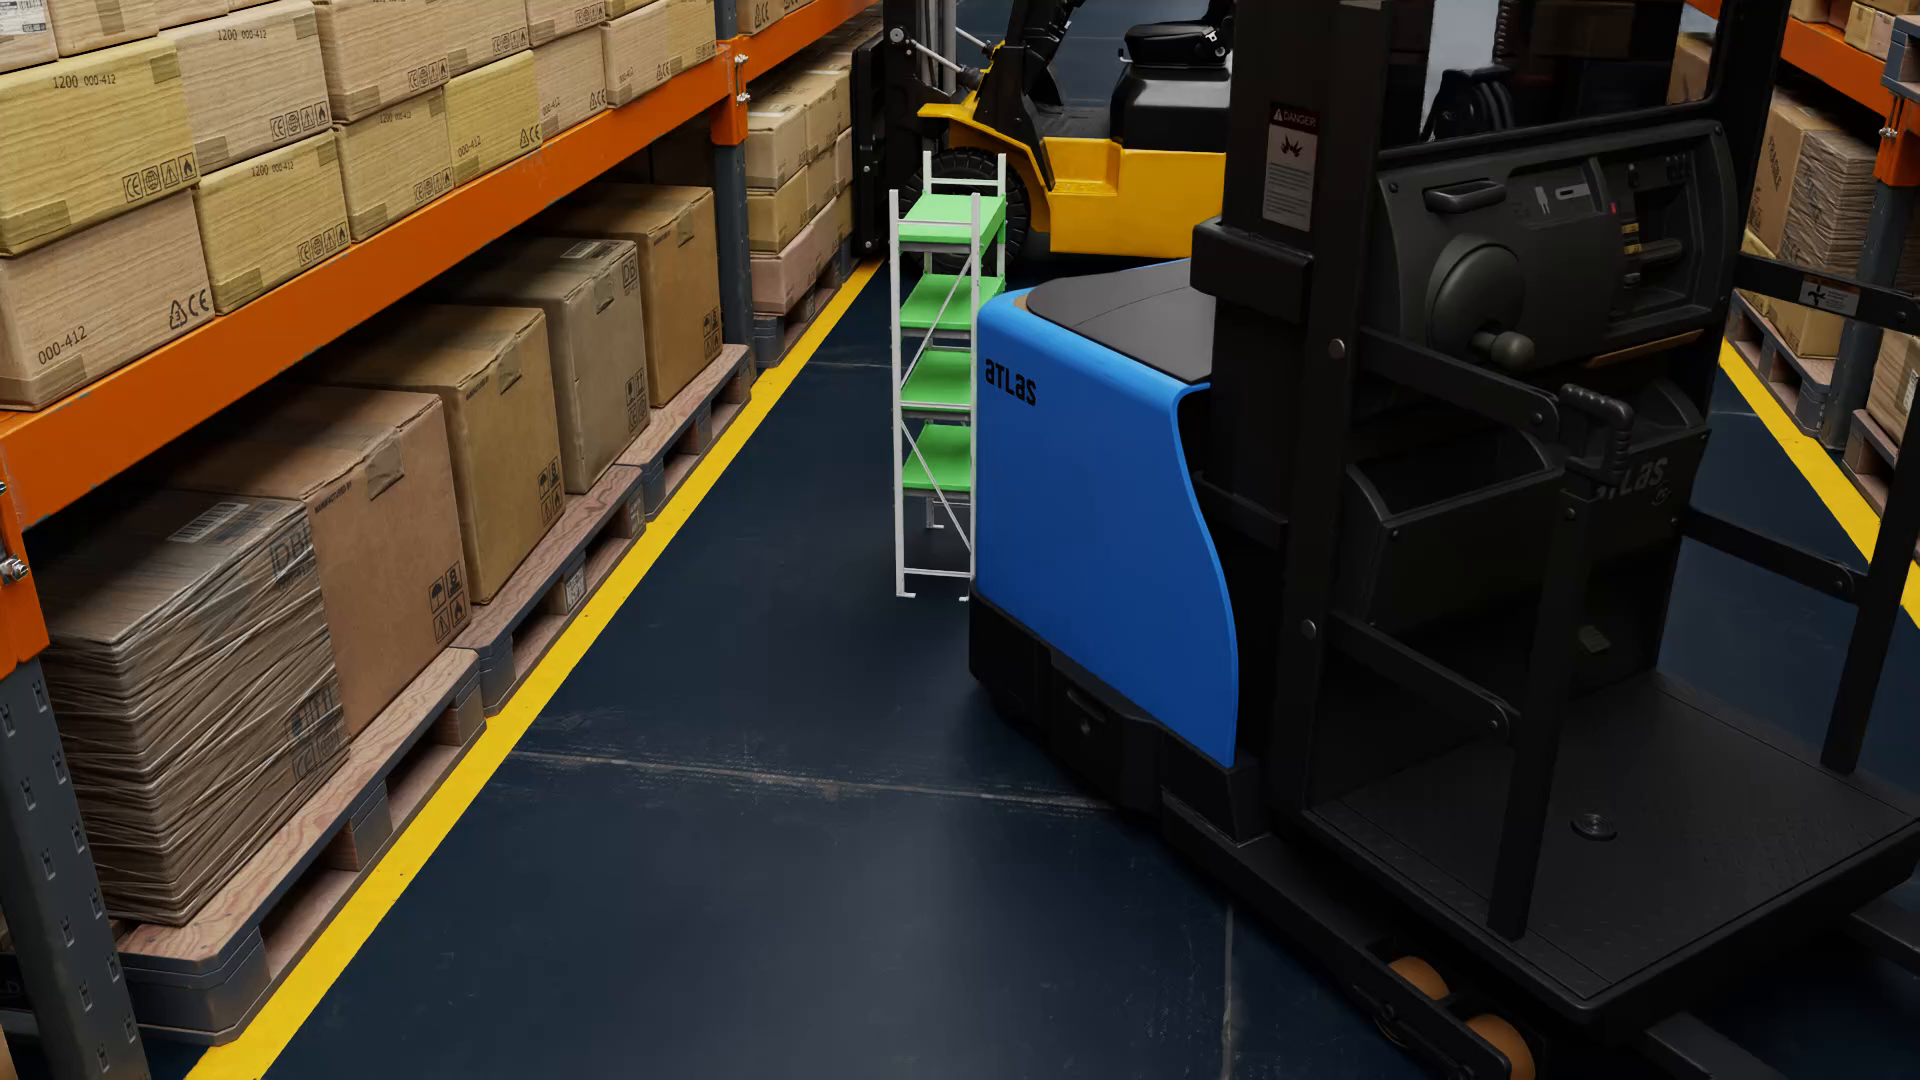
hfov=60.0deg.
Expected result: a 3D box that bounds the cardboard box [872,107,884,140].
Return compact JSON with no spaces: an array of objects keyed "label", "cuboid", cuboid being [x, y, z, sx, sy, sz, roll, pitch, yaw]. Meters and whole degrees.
[{"label":"cardboard box","cuboid":[-0.668,-1.988,8.118,0.500,0.250,0.500,4,25,8]}]

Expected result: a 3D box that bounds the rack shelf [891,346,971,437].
[{"label":"rack shelf","cuboid":[-0.027,-0.416,4.875,0.258,0.148,0.480,4,25,9]}]

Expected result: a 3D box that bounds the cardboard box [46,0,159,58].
[{"label":"cardboard box","cuboid":[-1.578,-0.895,2.742,0.380,0.149,0.250,5,25,10]}]

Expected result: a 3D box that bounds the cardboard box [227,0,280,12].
[{"label":"cardboard box","cuboid":[-1.531,-1.115,3.211,0.380,0.149,0.250,4,25,9]}]

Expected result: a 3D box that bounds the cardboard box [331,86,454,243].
[{"label":"cardboard box","cuboid":[-1.485,-0.858,3.723,0.500,0.250,0.500,3,25,7]}]

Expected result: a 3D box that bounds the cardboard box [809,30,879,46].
[{"label":"cardboard box","cuboid":[-0.573,-2.436,8.484,0.500,0.250,0.500,4,25,9]}]

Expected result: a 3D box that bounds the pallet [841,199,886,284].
[{"label":"pallet","cuboid":[-0.941,-1.583,8.383,1.003,0.211,1.213,4,25,9]}]

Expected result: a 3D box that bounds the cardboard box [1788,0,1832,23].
[{"label":"cardboard box","cuboid":[3.503,-2.129,6.557,0.380,0.149,0.250,4,25,8]}]

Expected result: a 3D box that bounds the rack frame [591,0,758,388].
[{"label":"rack frame","cuboid":[-1.309,-2.005,5.995,1.000,3.000,0.127,4,25,9]}]

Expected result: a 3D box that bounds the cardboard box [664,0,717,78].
[{"label":"cardboard box","cuboid":[-1.133,-1.708,5.537,0.500,0.250,0.500,5,25,10]}]

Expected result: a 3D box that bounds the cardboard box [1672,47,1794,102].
[{"label":"cardboard box","cuboid":[3.753,-2.073,8.003,0.500,0.500,0.500,3,25,7]}]

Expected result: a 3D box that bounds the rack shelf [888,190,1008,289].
[{"label":"rack shelf","cuboid":[-0.027,-0.851,4.671,0.258,0.148,0.480,4,25,9]}]

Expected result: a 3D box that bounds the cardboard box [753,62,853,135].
[{"label":"cardboard box","cuboid":[-0.757,-2.005,7.564,0.500,0.250,0.500,5,26,10]}]

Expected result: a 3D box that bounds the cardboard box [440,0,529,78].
[{"label":"cardboard box","cuboid":[-1.404,-1.301,4.079,0.500,0.250,0.500,4,25,9]}]

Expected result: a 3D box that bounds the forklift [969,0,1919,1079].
[{"label":"forklift","cuboid":[1.235,-0.518,2.899,1.130,2.935,3.031,-15,29,-29]}]

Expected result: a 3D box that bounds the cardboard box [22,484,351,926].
[{"label":"cardboard box","cuboid":[-1.847,0.294,3.390,0.875,0.625,0.625,5,26,10]}]

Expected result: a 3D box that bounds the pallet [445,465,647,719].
[{"label":"pallet","cuboid":[-1.588,0.081,4.828,1.003,0.211,1.213,4,25,9]}]

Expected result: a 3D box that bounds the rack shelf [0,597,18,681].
[{"label":"rack shelf","cuboid":[-2.290,0.830,0.786,1.077,0.370,4.000,4,25,9]}]

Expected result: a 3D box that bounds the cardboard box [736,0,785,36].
[{"label":"cardboard box","cuboid":[-0.979,-2.218,6.331,0.500,0.500,0.500,3,25,7]}]

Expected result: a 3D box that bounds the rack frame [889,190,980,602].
[{"label":"rack frame","cuboid":[-0.067,-0.372,4.630,0.240,1.200,0.015,4,25,9]}]

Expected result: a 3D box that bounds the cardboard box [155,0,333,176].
[{"label":"cardboard box","cuboid":[-1.566,-0.868,3.154,0.500,0.250,0.500,5,26,10]}]

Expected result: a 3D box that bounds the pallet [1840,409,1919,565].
[{"label":"pallet","cuboid":[3.463,-0.074,5.159,1.003,0.211,1.213,4,25,9]}]

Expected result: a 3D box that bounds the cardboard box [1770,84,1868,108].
[{"label":"cardboard box","cuboid":[3.584,-1.639,7.077,0.500,0.500,0.500,5,26,11]}]

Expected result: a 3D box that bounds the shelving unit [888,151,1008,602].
[{"label":"shelving unit","cuboid":[-0.027,-0.474,4.848,0.258,1.200,0.503,4,25,9]}]

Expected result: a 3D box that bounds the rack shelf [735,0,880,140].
[{"label":"rack shelf","cuboid":[-0.982,-2.515,7.934,1.077,0.370,4.000,4,25,9]}]

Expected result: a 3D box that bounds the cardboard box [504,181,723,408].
[{"label":"cardboard box","cuboid":[-1.383,-0.900,5.941,0.875,0.625,0.625,5,26,11]}]

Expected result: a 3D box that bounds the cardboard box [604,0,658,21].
[{"label":"cardboard box","cuboid":[-1.214,-1.725,4.983,0.500,0.250,0.500,3,25,7]}]

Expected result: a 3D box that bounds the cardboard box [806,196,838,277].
[{"label":"cardboard box","cuboid":[-0.835,-1.342,7.328,0.500,0.250,0.500,3,25,7]}]

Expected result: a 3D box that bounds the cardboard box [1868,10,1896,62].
[{"label":"cardboard box","cuboid":[3.340,-1.704,5.649,0.380,0.149,0.250,4,25,8]}]

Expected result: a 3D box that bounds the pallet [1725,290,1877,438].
[{"label":"pallet","cuboid":[3.664,-0.683,6.460,1.003,0.211,1.213,4,25,9]}]

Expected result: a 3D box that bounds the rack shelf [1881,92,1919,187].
[{"label":"rack shelf","cuboid":[3.262,-0.500,3.629,1.077,0.370,4.000,4,25,9]}]

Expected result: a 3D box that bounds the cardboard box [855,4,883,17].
[{"label":"cardboard box","cuboid":[-0.423,-2.861,9.393,0.500,0.250,0.500,5,26,10]}]

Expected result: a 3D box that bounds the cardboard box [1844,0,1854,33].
[{"label":"cardboard box","cuboid":[3.494,-1.913,6.094,0.380,0.149,0.250,4,25,9]}]

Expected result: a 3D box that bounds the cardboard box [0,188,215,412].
[{"label":"cardboard box","cuboid":[-1.649,-0.433,2.813,0.500,0.250,0.500,4,25,9]}]

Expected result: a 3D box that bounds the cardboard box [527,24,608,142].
[{"label":"cardboard box","cuboid":[-1.321,-1.292,4.648,0.500,0.250,0.500,4,25,9]}]

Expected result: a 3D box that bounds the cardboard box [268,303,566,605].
[{"label":"cardboard box","cuboid":[-1.638,-0.262,4.577,0.875,0.625,0.625,3,25,6]}]

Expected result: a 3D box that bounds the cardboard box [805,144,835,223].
[{"label":"cardboard box","cuboid":[-0.845,-1.568,7.219,0.500,0.250,0.500,4,25,8]}]

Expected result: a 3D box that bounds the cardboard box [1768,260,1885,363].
[{"label":"cardboard box","cuboid":[3.420,-0.873,6.325,0.500,0.250,0.500,5,26,11]}]

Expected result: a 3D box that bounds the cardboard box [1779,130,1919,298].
[{"label":"cardboard box","cuboid":[3.421,-1.213,6.167,0.500,0.500,0.500,4,25,8]}]

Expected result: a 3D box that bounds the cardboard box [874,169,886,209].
[{"label":"cardboard box","cuboid":[-0.664,-1.769,8.240,0.500,0.250,0.500,5,26,10]}]

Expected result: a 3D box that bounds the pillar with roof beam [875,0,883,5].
[{"label":"pillar with roof beam","cuboid":[3.570,-8.377,12.532,9.100,9.000,0.400,4,25,9]}]

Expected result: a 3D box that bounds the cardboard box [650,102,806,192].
[{"label":"cardboard box","cuboid":[-0.920,-1.583,6.662,0.500,0.250,0.500,4,25,8]}]
